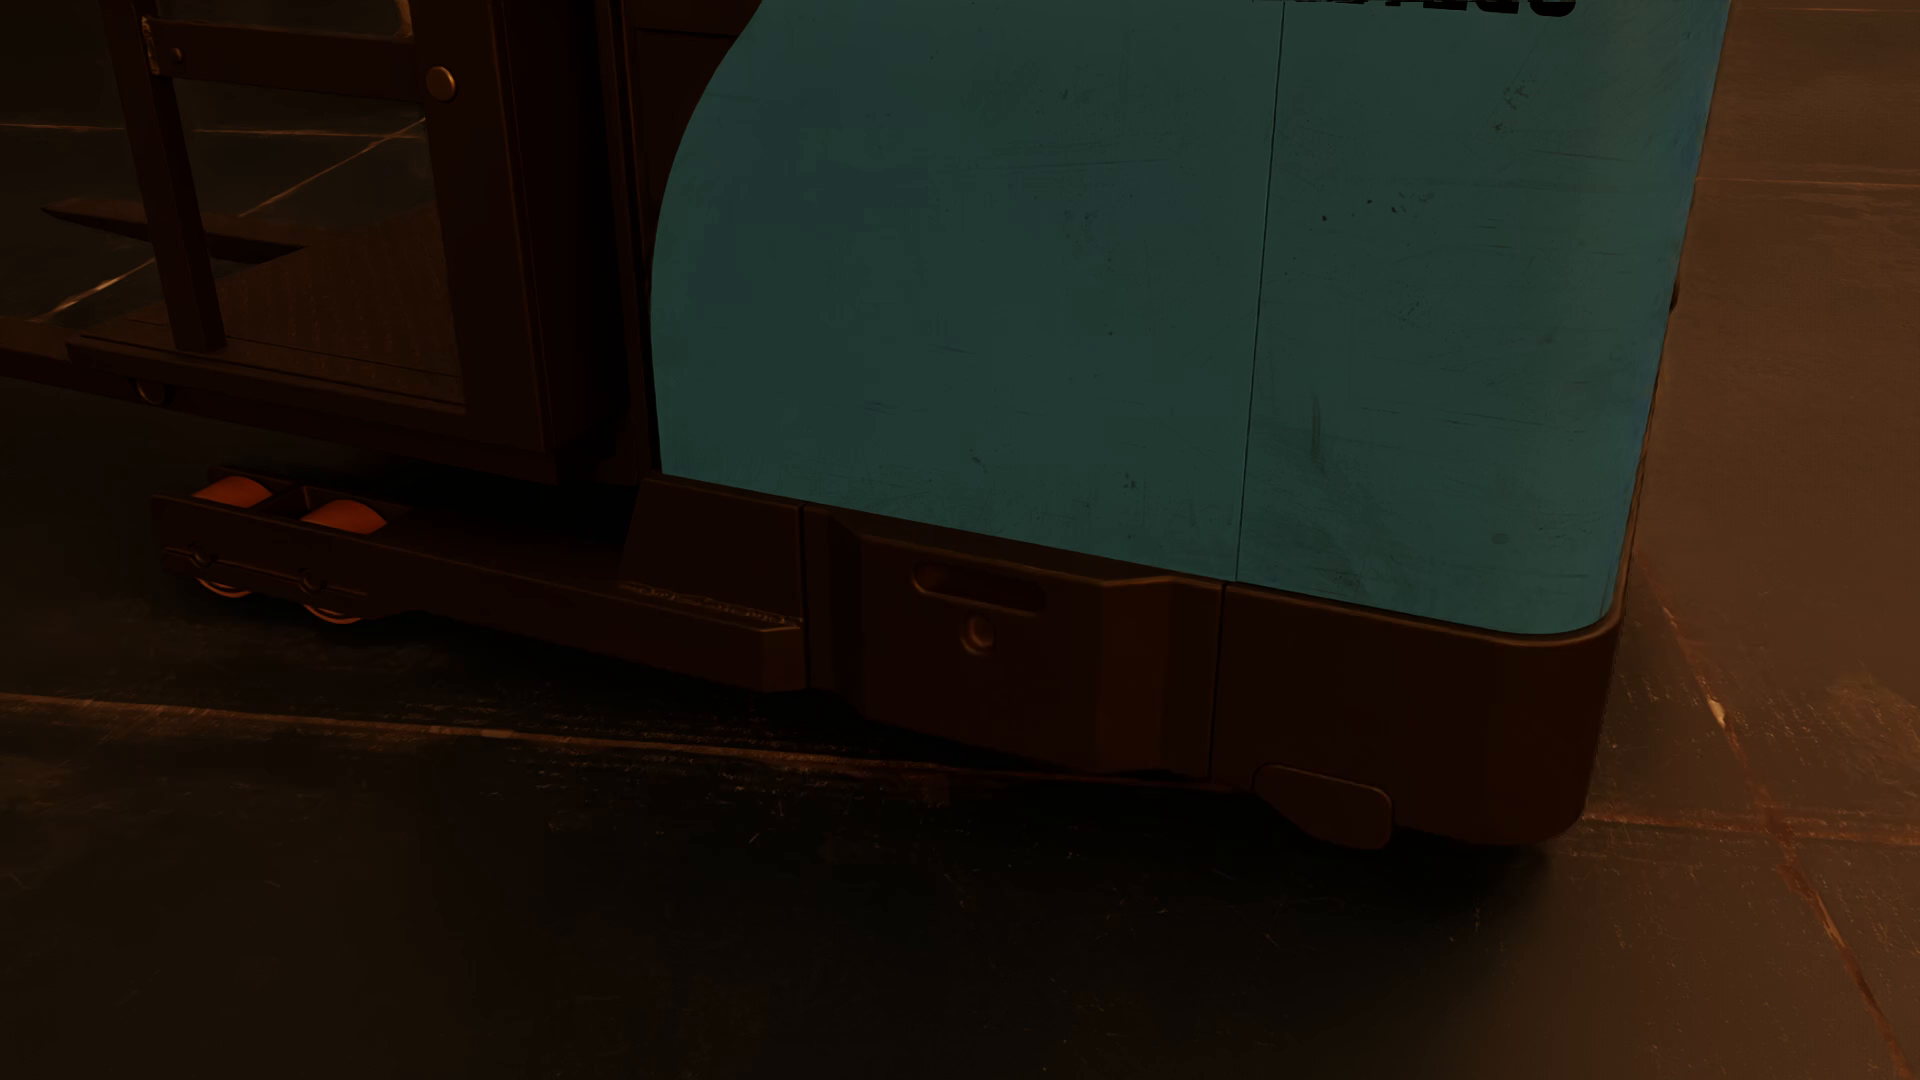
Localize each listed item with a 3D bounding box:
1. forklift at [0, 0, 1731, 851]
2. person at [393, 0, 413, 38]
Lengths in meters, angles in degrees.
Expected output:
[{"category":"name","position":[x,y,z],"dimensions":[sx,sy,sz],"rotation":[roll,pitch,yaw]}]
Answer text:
[{"category":"forklift","position":[-0.566,-1.400,2.023],"dimensions":[3.031,2.935,1.130],"rotation":[11,29,21]},{"category":"person","position":[-1.950,-2.133,5.249],"dimensions":[0.853,1.386,0.953],"rotation":[-17,31,-30]}]
